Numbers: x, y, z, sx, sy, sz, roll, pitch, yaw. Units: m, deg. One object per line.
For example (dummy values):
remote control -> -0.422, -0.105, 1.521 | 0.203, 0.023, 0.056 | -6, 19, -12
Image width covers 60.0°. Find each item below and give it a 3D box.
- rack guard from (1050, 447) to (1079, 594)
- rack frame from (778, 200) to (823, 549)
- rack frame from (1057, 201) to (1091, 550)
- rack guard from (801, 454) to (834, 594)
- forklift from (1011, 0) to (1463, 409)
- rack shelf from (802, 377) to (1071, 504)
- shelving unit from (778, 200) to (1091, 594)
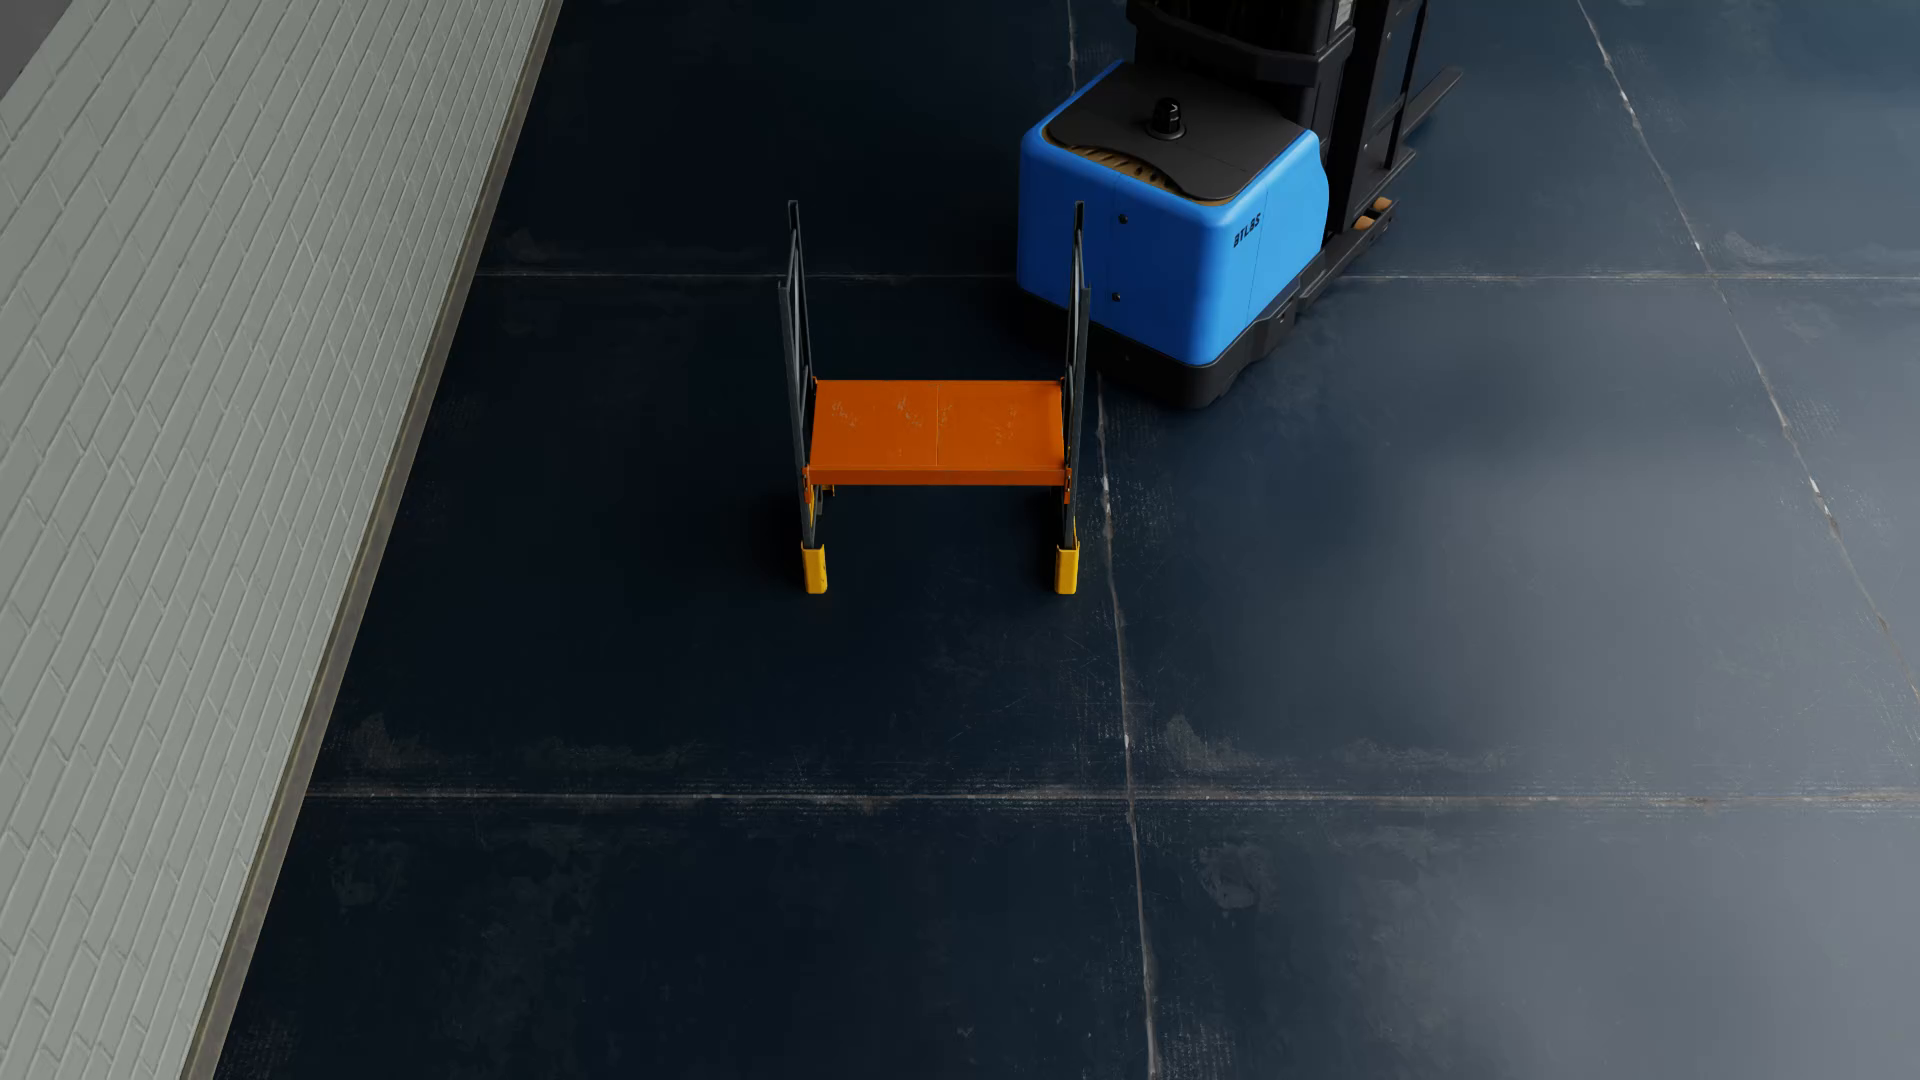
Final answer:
rack guard -> 0.422, -0.084, 6.738 | 0.087, 0.250, 0.587 | 0, 47, 0
rack frame -> -0.594, -0.513, 6.283 | 0.032, 1.500, 0.500 | 0, 47, 0
rack frame -> 0.423, -0.510, 6.281 | 0.032, 1.500, 0.500 | 0, 47, 0
rack guard -> -0.574, -0.087, 6.741 | 0.087, 0.250, 0.587 | 0, 47, 0
forklift -> 1.516, -2.609, 7.257 | 1.130, 2.935, 3.031 | 28, 53, 24
rack shelf -> -0.085, -0.389, 6.414 | 1.000, 0.185, 0.538 | 0, 47, 0
shelving unit -> -0.076, -0.511, 6.282 | 1.083, 1.500, 0.587 | 0, 47, 0
